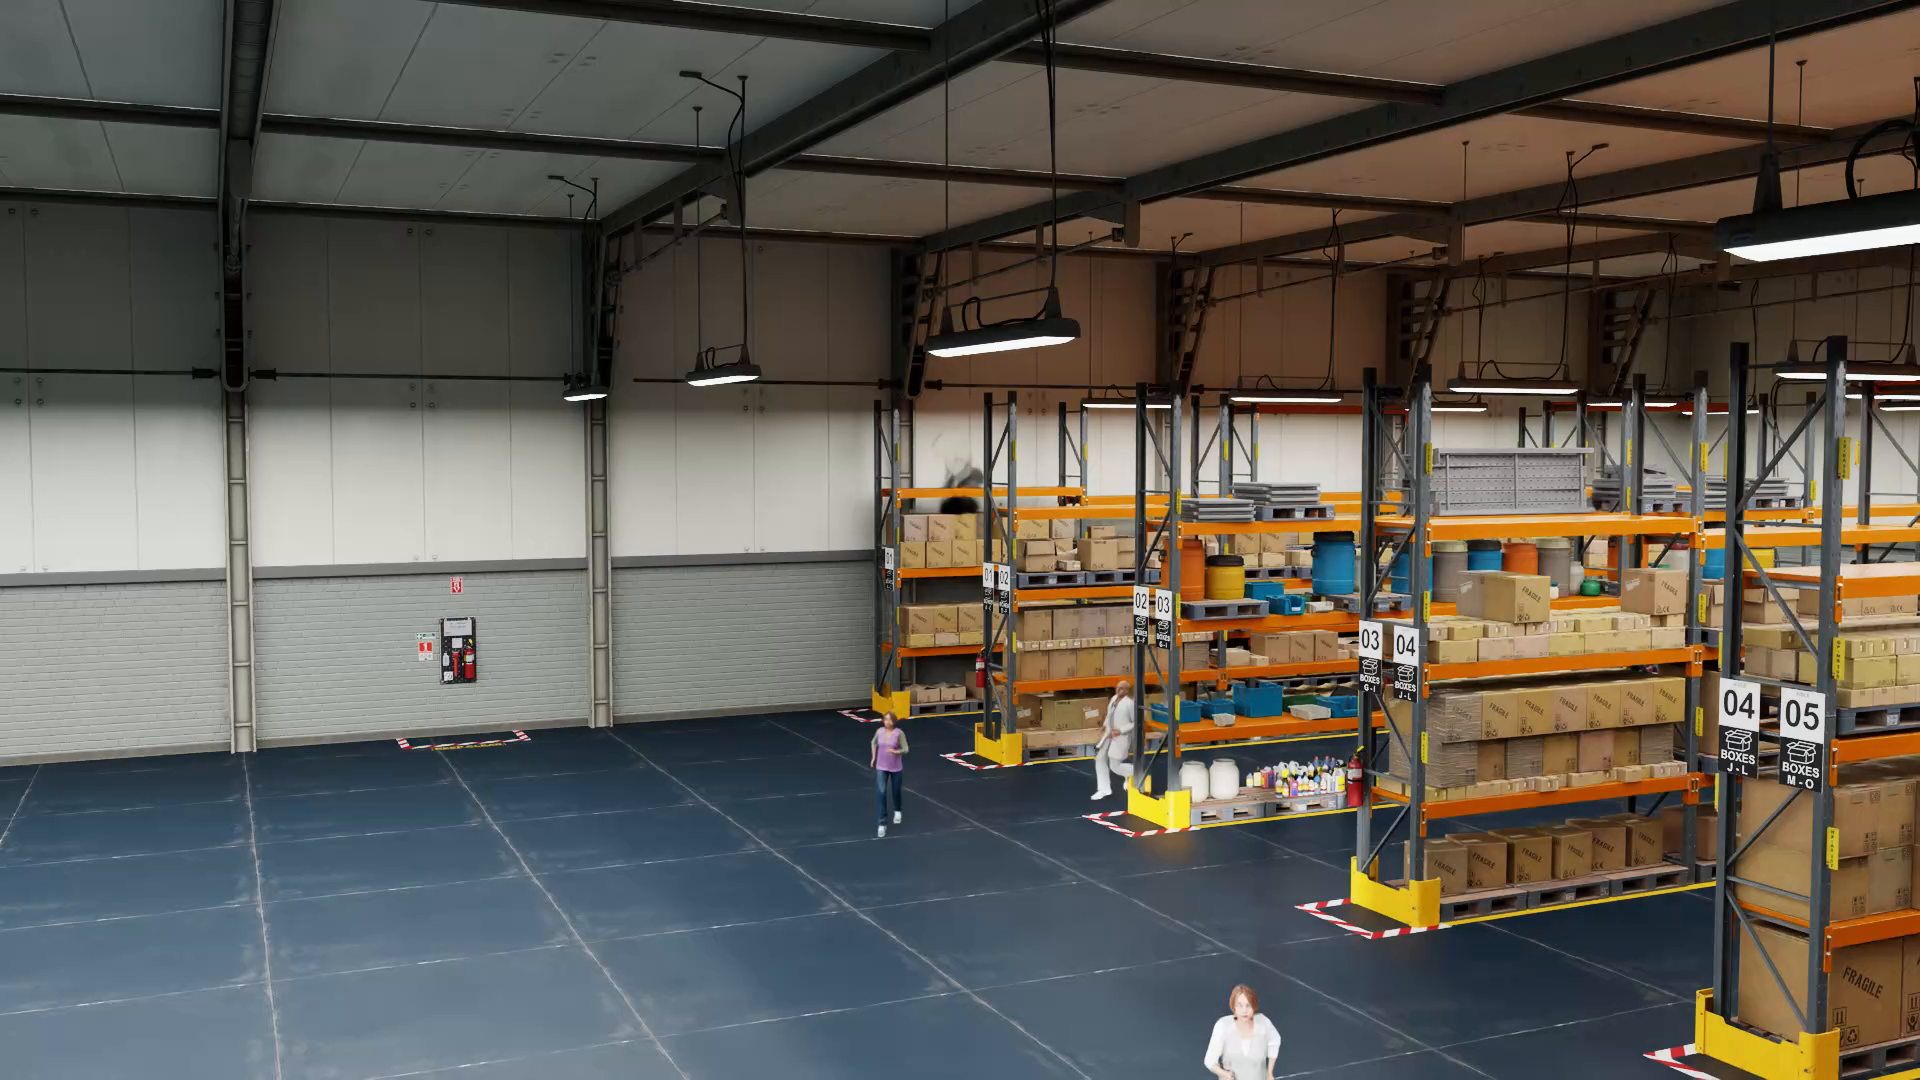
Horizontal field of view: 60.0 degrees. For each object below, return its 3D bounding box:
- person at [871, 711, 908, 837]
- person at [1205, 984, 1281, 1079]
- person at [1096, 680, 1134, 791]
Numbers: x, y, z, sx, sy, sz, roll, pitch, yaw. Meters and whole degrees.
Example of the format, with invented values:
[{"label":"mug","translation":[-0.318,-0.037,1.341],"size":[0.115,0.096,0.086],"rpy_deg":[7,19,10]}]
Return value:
[{"label":"person","translation":[-0.938,3.056,22.057],"size":[0.531,1.597,0.871],"rpy_deg":[0,3,6]},{"label":"person","translation":[1.868,3.723,11.017],"size":[0.483,1.613,0.803],"rpy_deg":[1,3,13]},{"label":"person","translation":[2.360,2.850,24.219],"size":[0.686,1.643,0.754],"rpy_deg":[-2,4,-35]}]
